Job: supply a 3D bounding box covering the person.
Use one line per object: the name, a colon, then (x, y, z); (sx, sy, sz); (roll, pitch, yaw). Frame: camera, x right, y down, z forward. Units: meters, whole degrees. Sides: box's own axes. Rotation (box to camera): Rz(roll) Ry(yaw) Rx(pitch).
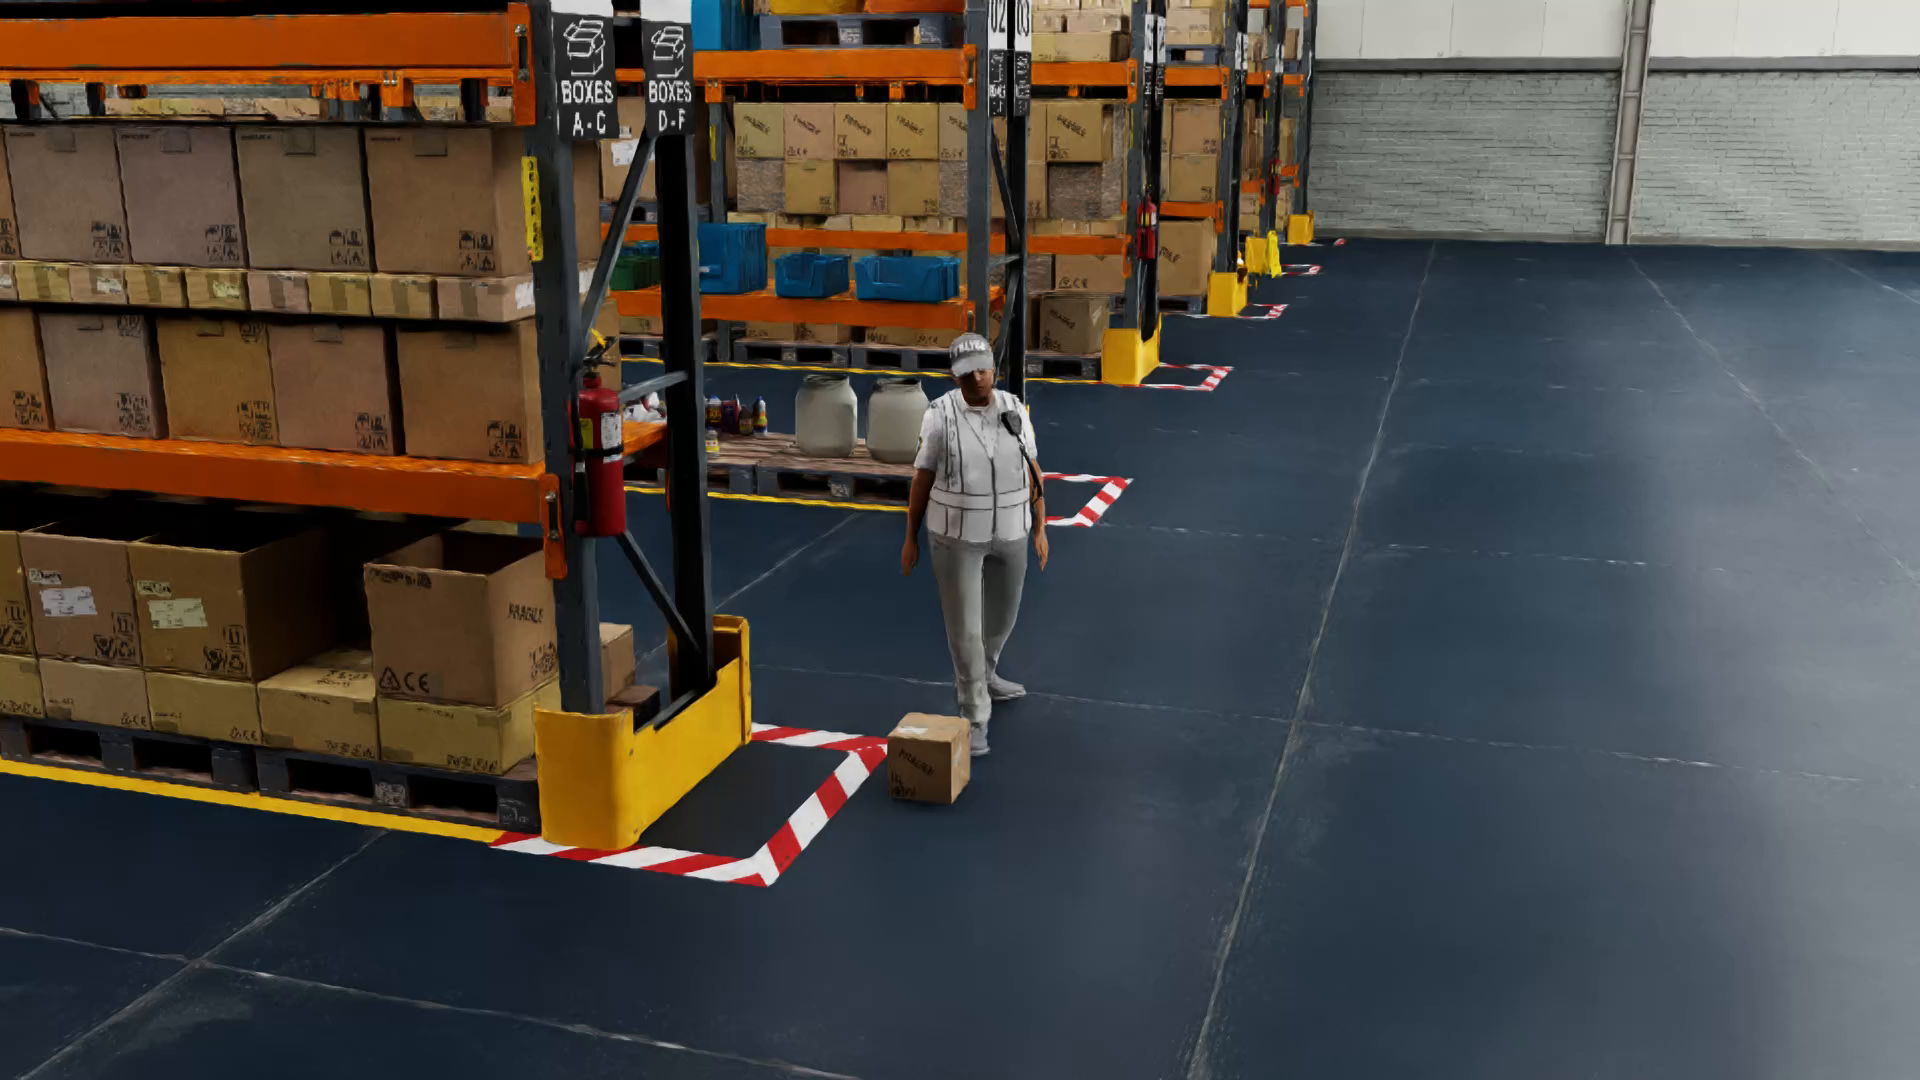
person: (0.063, -0.021, 6.730); (0.605, 1.655, 0.655); (-6, 16, -20)
